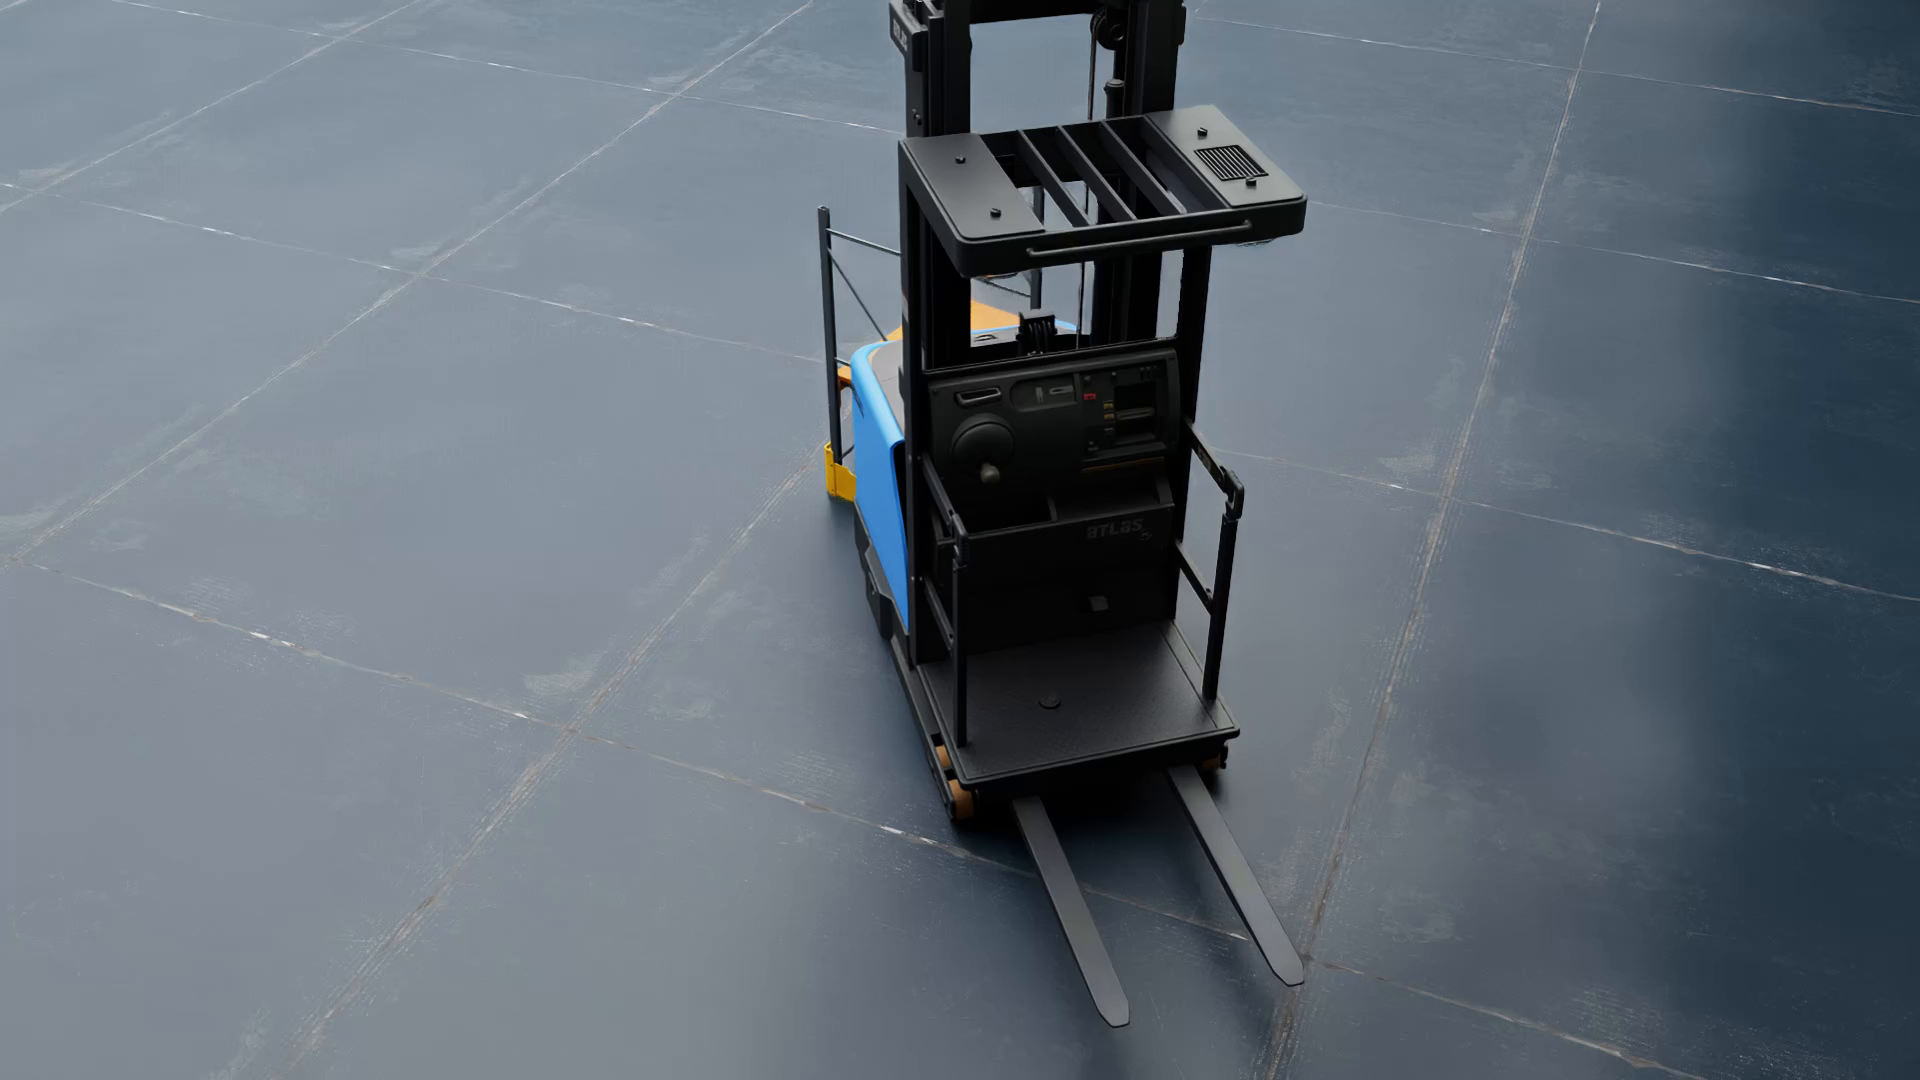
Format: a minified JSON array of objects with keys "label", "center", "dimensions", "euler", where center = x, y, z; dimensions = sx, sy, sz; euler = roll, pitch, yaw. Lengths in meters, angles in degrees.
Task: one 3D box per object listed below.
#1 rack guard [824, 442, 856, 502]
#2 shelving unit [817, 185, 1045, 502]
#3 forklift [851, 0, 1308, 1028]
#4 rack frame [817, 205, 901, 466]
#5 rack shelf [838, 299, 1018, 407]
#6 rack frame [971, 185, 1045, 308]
[{"label":"rack guard","center":[-0.390,-0.261,7.890],"dimensions":[0.587,0.250,0.087],"euler":[23,42,27]},{"label":"shelving unit","center":[-0.105,-1.006,7.844],"dimensions":[0.587,1.500,1.083],"euler":[23,42,27]},{"label":"forklift","center":[0.405,-0.368,5.794],"dimensions":[1.130,2.935,3.031],"euler":[-9,38,-12]},{"label":"rack frame","center":[-0.401,-0.752,7.504],"dimensions":[0.500,1.500,0.032],"euler":[23,42,27]},{"label":"rack shelf","center":[-0.111,-0.858,7.945],"dimensions":[0.538,0.185,1.000],"euler":[23,42,27]},{"label":"rack frame","center":[0.180,-1.252,8.172],"dimensions":[0.500,1.500,0.032],"euler":[23,42,27]}]
